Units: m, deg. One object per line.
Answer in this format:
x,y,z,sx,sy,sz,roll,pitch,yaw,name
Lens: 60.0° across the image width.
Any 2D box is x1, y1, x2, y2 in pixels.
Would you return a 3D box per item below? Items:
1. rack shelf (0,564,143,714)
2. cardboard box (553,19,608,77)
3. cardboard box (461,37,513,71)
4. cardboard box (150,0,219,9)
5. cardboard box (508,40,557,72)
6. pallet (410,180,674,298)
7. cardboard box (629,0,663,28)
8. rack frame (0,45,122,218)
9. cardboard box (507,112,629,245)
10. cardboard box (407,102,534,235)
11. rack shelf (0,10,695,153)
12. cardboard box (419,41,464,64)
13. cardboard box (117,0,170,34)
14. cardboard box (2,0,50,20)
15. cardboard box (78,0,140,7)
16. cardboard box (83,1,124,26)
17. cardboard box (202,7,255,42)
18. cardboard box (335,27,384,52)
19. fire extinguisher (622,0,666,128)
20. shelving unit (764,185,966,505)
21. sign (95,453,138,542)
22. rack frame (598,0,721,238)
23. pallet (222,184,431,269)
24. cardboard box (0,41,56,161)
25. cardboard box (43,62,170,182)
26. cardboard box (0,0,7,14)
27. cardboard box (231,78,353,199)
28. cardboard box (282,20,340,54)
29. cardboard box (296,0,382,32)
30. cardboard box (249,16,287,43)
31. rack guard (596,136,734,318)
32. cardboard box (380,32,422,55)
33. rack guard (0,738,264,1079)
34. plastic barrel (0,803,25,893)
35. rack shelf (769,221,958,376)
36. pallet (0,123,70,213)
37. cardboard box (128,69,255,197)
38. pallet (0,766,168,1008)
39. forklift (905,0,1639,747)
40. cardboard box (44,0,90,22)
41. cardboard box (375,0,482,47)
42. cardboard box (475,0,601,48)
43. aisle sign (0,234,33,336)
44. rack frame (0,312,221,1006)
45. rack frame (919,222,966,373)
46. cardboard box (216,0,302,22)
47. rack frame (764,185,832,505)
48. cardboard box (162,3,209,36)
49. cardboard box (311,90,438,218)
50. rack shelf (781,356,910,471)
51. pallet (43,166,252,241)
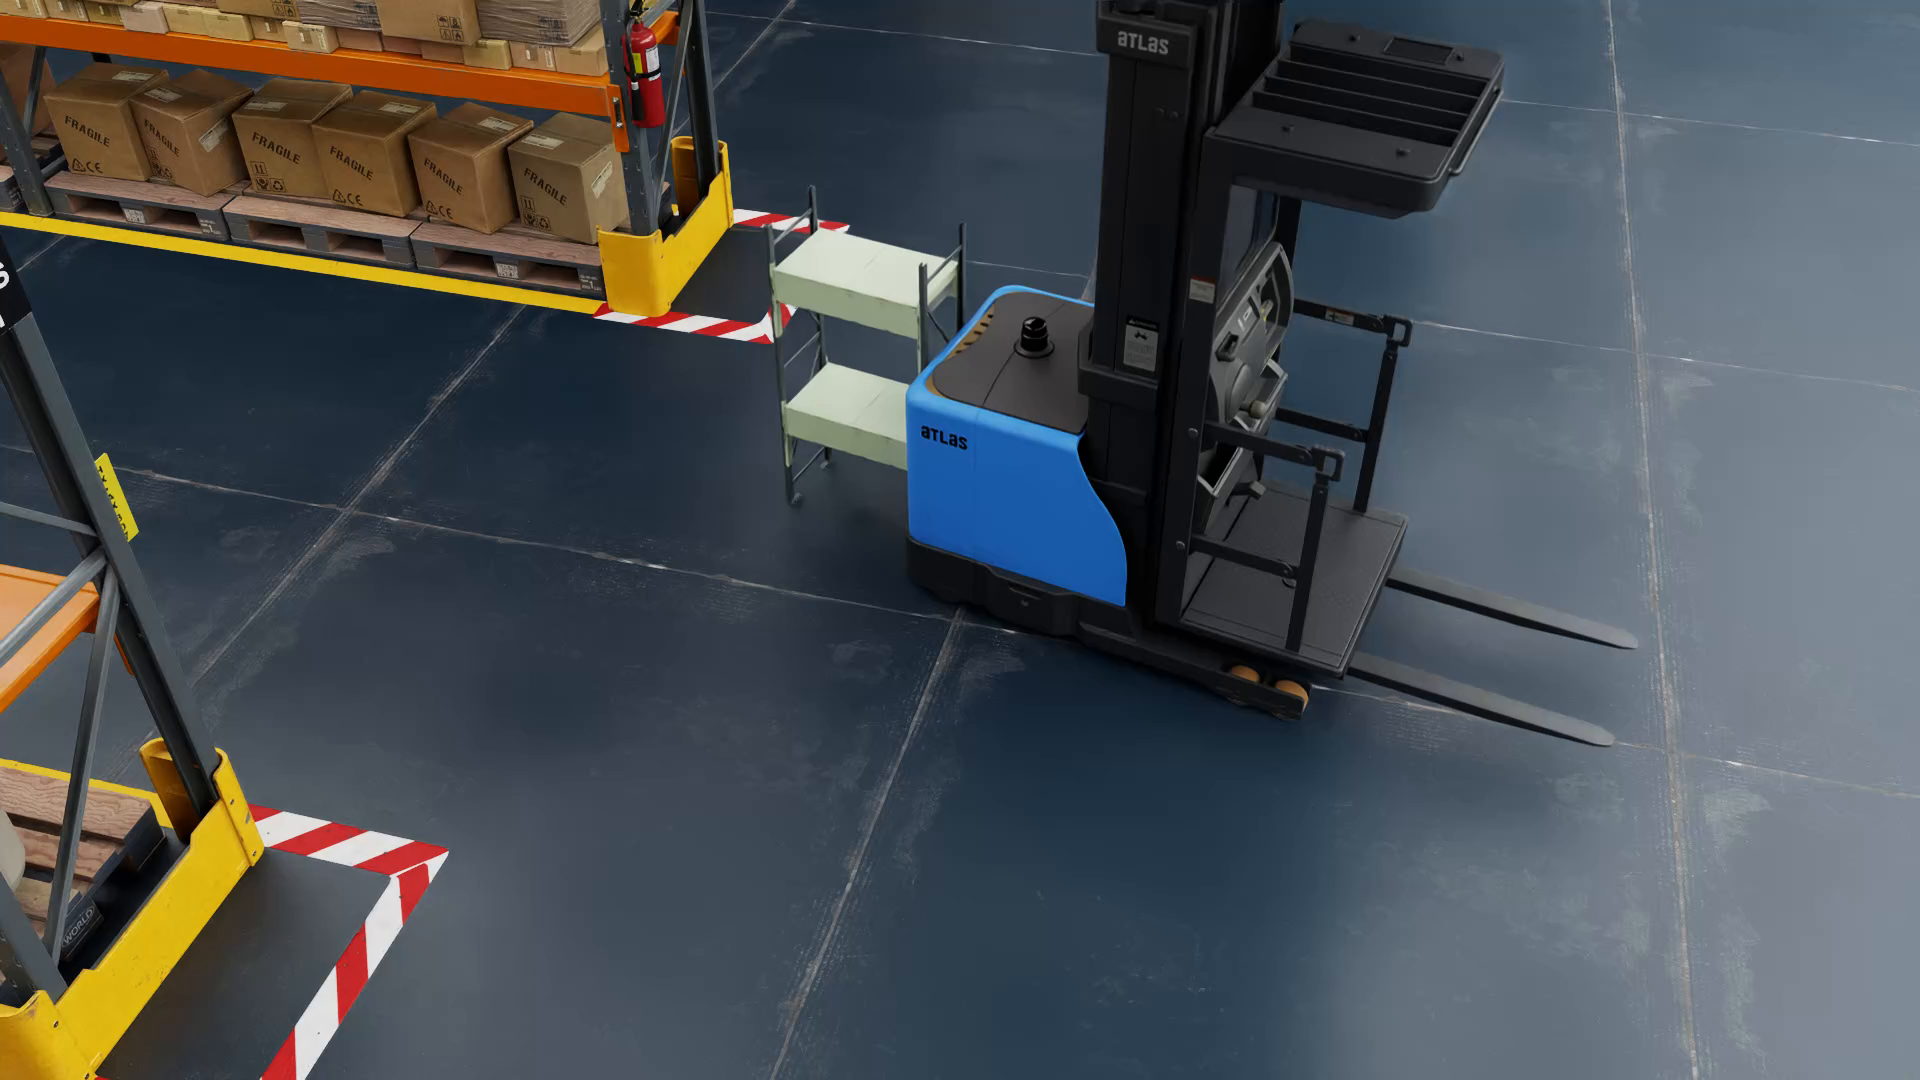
-4.804,0.268,5.657,4.000,0.370,1.077,10,41,11,rack shelf
-1.920,-2.575,8.678,0.250,0.149,0.380,10,41,11,cardboard box
-2.416,-2.626,8.740,0.250,0.149,0.380,10,41,11,cardboard box
-4.054,-3.330,9.074,0.500,0.500,0.875,10,41,11,cardboard box
-2.162,-2.616,8.728,0.250,0.149,0.380,10,41,11,cardboard box
-2.441,-1.853,9.793,1.213,0.211,1.003,10,41,11,pallet
-1.805,-2.851,9.008,0.250,0.149,0.380,10,41,11,cardboard box
-5.456,-3.417,9.486,0.127,3.000,1.000,10,41,11,rack frame
-2.190,-2.069,9.499,0.500,0.500,0.500,17,43,19,cardboard box
-2.777,-2.148,9.592,0.500,0.500,0.500,20,44,23,cardboard box
-3.524,-2.809,9.321,4.000,0.370,1.077,10,41,11,rack shelf
-2.654,-2.677,8.801,0.250,0.149,0.380,10,41,11,cardboard box
-4.364,-2.921,9.091,0.250,0.149,0.380,10,41,11,cardboard box
-5.088,-3.048,9.242,0.250,0.149,0.380,10,41,11,cardboard box
-4.563,-3.351,9.098,0.500,0.500,0.875,10,41,11,cardboard box
-4.595,-2.988,9.171,0.250,0.149,0.380,10,41,11,cardboard box
-3.873,-2.857,9.014,0.250,0.149,0.380,10,41,11,cardboard box
-3.132,-2.772,8.914,0.250,0.149,0.380,10,41,11,cardboard box
-1.600,-2.417,8.355,0.183,0.674,0.296,10,41,11,fire extinguisher
-0.400,-0.754,7.482,0.755,1.500,0.431,17,43,20,shelving unit
-2.725,-0.122,5.347,0.005,0.325,0.100,10,41,11,sign
-1.592,-2.752,8.694,0.127,3.000,1.000,10,41,11,rack frame
-3.615,-2.058,10.036,1.213,0.211,1.003,10,41,11,pallet
-6.043,-2.743,10.286,0.500,0.500,0.700,7,41,8,cardboard box
-5.080,-2.529,10.046,0.500,0.500,0.500,9,41,10,cardboard box
-5.326,-3.098,9.301,0.250,0.149,0.380,10,41,11,cardboard box
-3.904,-2.384,9.873,0.500,0.500,0.500,6,40,8,cardboard box
-3.396,-2.759,8.898,0.250,0.149,0.380,10,41,11,cardboard box
-3.102,-3.131,8.836,0.500,0.500,0.875,10,41,11,cardboard box
-3.620,-2.843,8.999,0.250,0.149,0.380,10,41,11,cardboard box
-1.665,-1.807,9.513,0.348,0.500,1.175,10,41,11,rack guard
-2.885,-2.745,8.881,0.250,0.149,0.380,10,41,11,cardboard box
-2.957,1.299,5.814,0.348,0.500,1.175,10,41,11,rack guard
-3.527,1.055,5.769,0.421,0.512,0.421,0,40,0,plastic barrel
-0.400,-1.053,7.231,0.720,0.370,0.431,17,43,20,rack shelf
-6.208,-2.477,10.536,1.213,0.211,1.003,10,41,11,pallet
-4.524,-2.438,9.938,0.500,0.500,0.500,23,45,25,cardboard box
-3.741,1.272,6.072,1.213,0.211,1.003,10,41,11,pallet
1.314,-0.771,6.389,3.031,2.935,1.130,17,43,20,forklift
-4.839,-3.024,9.213,0.250,0.149,0.380,10,41,11,cardboard box
-2.630,-3.021,8.706,0.500,0.500,0.875,10,41,11,cardboard box
-2.116,-3.012,8.695,0.500,0.500,0.875,10,41,11,cardboard box
-2.727,-0.840,4.396,0.004,0.787,0.394,10,41,11,aisle sign
-2.872,0.325,5.030,0.127,3.000,1.000,10,41,11,rack frame
-0.071,-0.651,7.359,0.023,1.500,0.400,17,43,20,rack frame
-3.582,-3.221,8.944,0.500,0.500,0.875,10,41,11,cardboard box
-0.729,-0.857,7.605,0.023,1.500,0.400,17,43,20,rack frame
-4.112,-2.905,9.072,0.250,0.149,0.380,10,41,11,cardboard box
-3.377,-2.263,9.730,0.500,0.500,0.500,13,42,15,cardboard box
-0.400,-0.504,7.691,0.720,0.370,0.431,17,43,20,rack shelf
-4.798,-2.259,10.276,1.213,0.211,1.003,10,41,11,pallet
